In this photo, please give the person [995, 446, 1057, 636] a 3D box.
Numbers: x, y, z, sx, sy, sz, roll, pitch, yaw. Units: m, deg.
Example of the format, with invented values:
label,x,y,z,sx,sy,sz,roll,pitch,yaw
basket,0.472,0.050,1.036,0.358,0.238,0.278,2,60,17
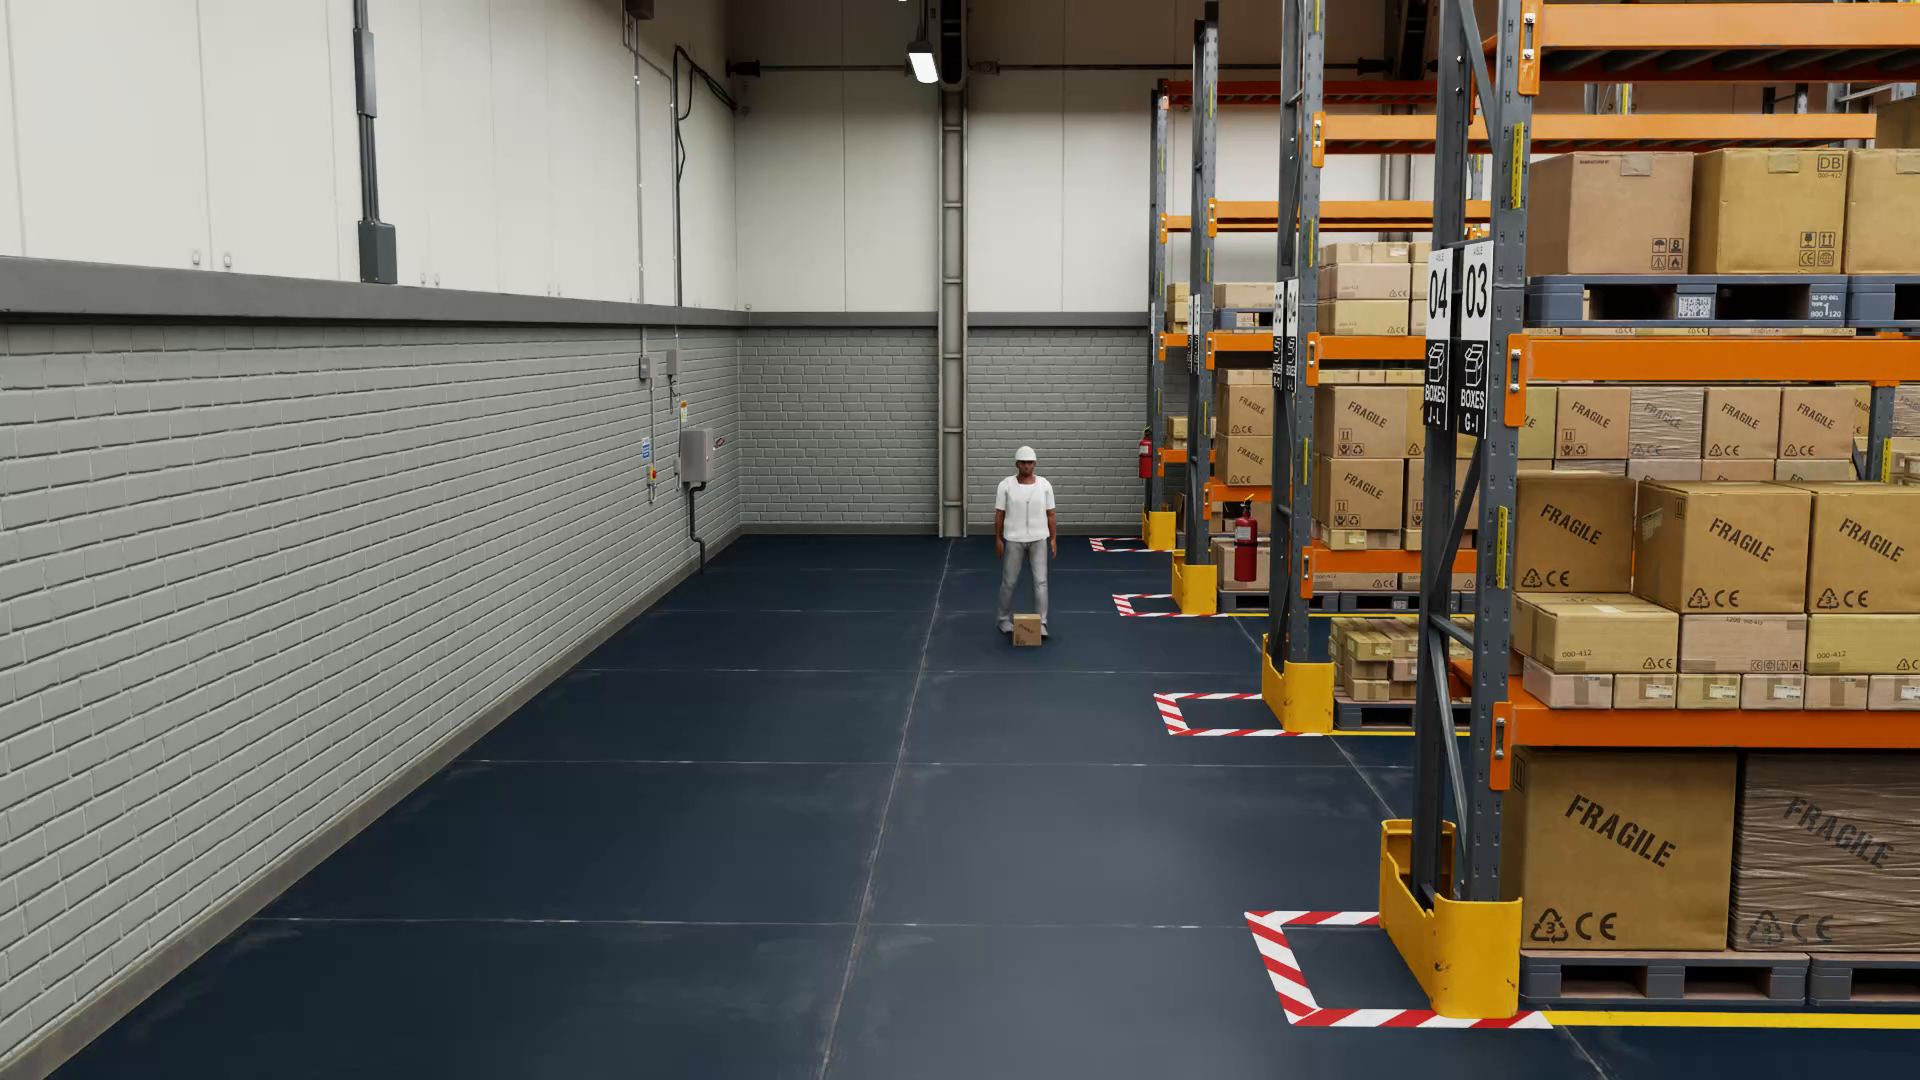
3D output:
label,x,y,z,sx,sy,sz,roll,pitch,yaw
person,0.626,0.012,15.555,0.587,1.767,0.547,0,7,-4
